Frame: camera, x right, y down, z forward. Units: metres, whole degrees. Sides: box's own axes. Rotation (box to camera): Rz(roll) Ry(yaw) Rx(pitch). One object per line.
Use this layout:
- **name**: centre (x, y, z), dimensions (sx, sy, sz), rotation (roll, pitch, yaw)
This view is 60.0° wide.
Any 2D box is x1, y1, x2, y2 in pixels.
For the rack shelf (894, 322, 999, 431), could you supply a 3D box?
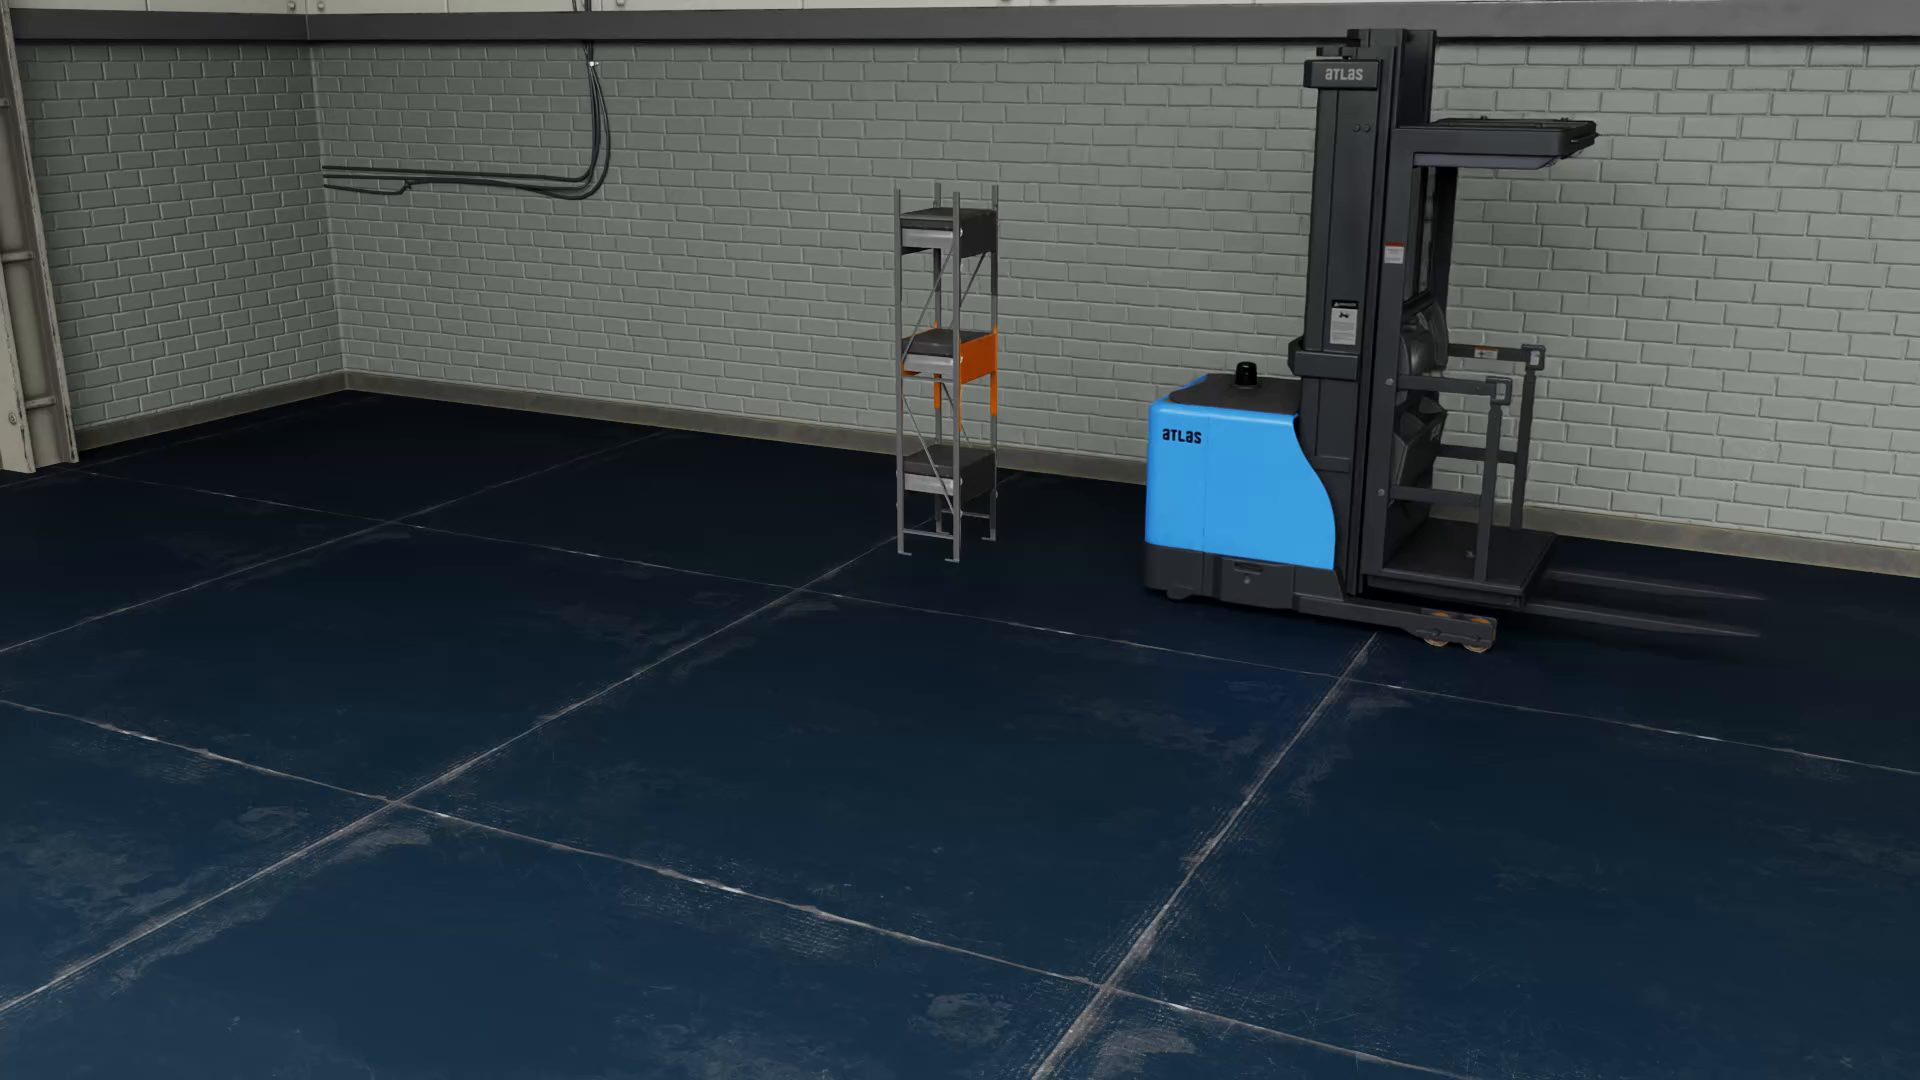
- **rack shelf**: centre (-0.074, -0.951, 9.587), dimensions (0.431, 0.518, 0.480), rotation (8, 18, 25)

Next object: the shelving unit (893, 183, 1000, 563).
- **shelving unit**: centre (-0.074, -0.964, 9.583), dimensions (0.431, 2.100, 0.503), rotation (8, 18, 25)

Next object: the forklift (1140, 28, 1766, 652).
- **forklift**: centre (2.526, -1.026, 8.329), dimensions (3.031, 2.935, 1.130), rotation (8, 18, 26)

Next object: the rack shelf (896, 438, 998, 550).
- **rack shelf**: centre (-0.074, -0.280, 9.787), dimensions (0.431, 0.518, 0.480), rotation (8, 18, 25)

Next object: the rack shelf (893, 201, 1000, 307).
- **rack shelf**: centre (-0.074, -1.622, 9.388), dimensions (0.431, 0.518, 0.480), rotation (8, 18, 25)

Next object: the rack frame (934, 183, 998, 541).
- **rack frame**: centre (0.035, -1.027, 9.793), dimensions (0.400, 2.100, 0.015), rotation (8, 18, 25)

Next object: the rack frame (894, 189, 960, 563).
- **rack frame**: centre (-0.183, -0.902, 9.374), dimensions (0.400, 2.100, 0.015), rotation (8, 18, 25)

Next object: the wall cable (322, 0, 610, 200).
- **wall cable**: centre (-4.037, -3.942, 12.944), dimensions (3.097, 2.526, 0.112), rotation (8, 18, 25)

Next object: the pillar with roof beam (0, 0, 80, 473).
- **pillar with roof beam**: centre (-2.686, -4.300, 8.698), dimensions (9.100, 9.000, 0.400), rotation (8, 18, 25)
